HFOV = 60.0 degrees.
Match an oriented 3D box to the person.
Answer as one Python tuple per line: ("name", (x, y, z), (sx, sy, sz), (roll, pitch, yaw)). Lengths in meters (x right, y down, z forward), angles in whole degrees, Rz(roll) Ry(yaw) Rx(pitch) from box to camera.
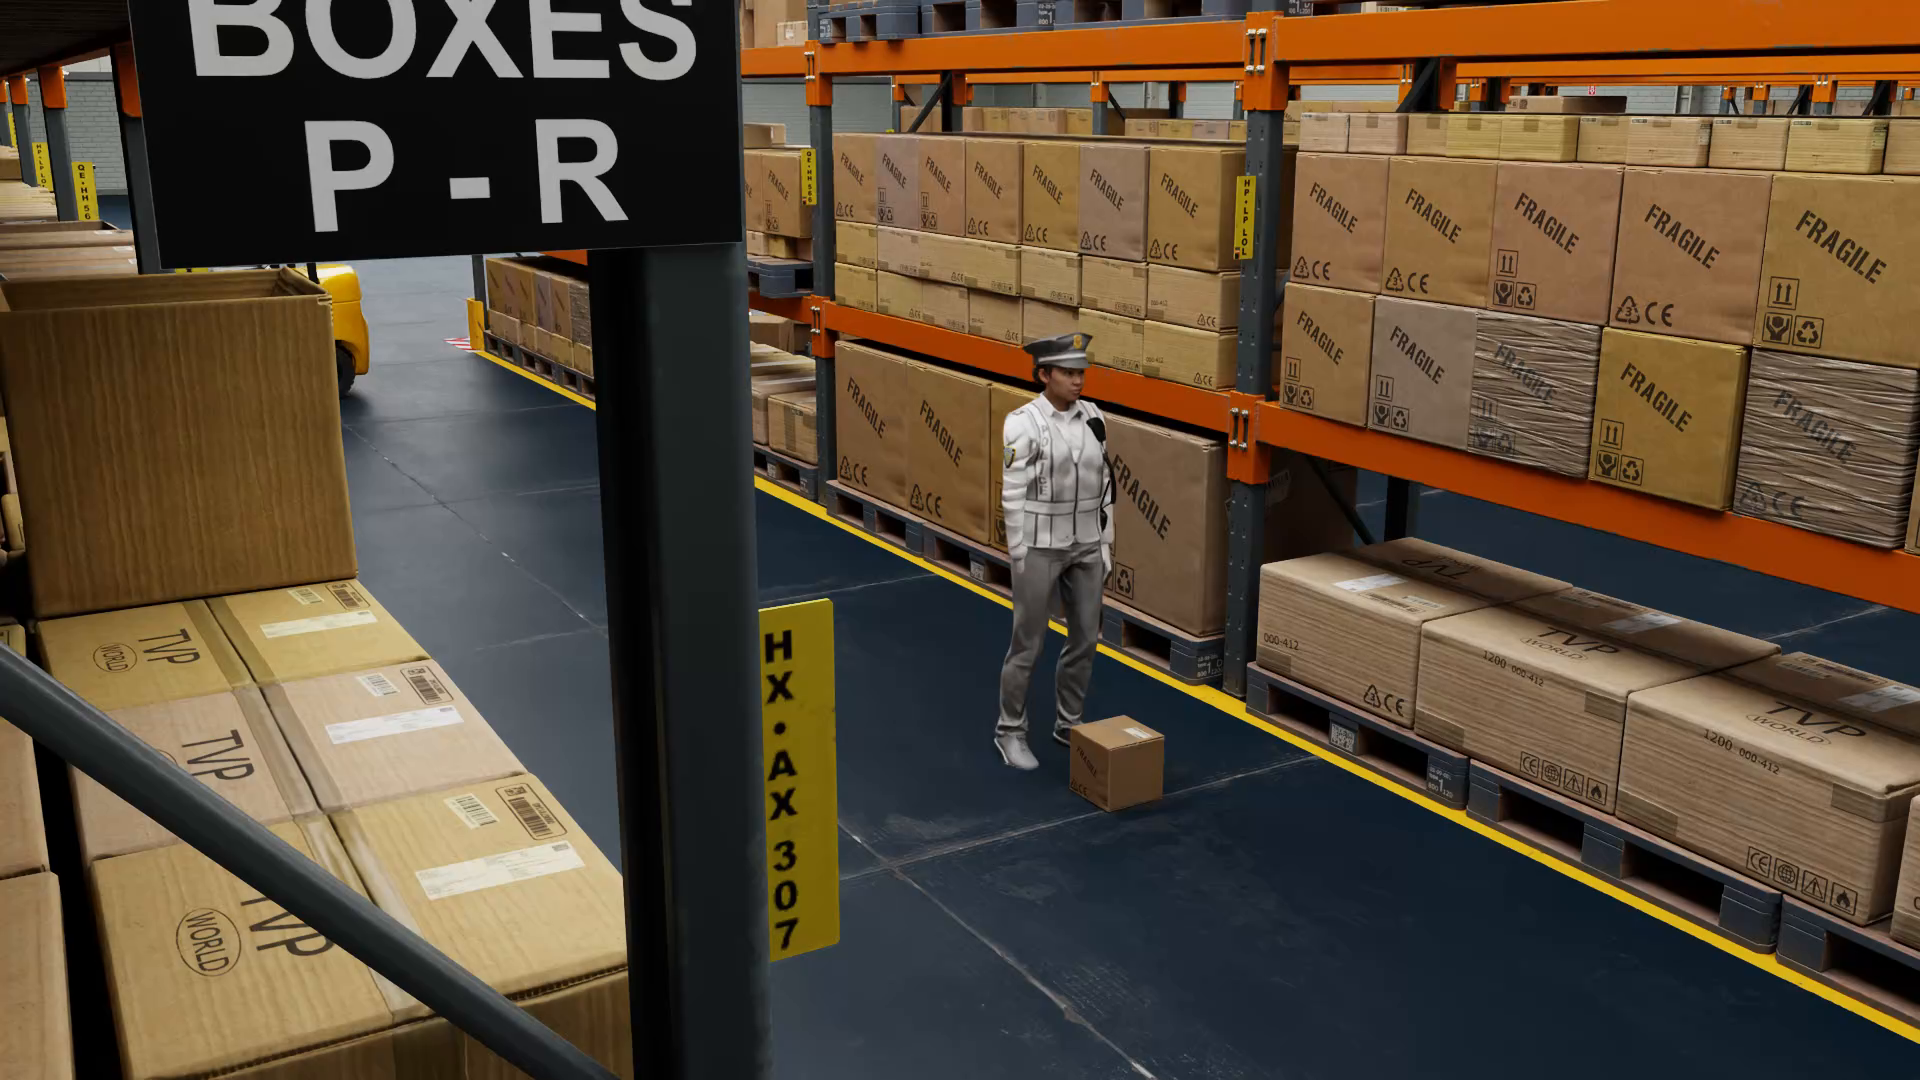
("person", (0.379, 0.043, 6.380), (0.470, 1.703, 0.322), (-8, 17, -28))
